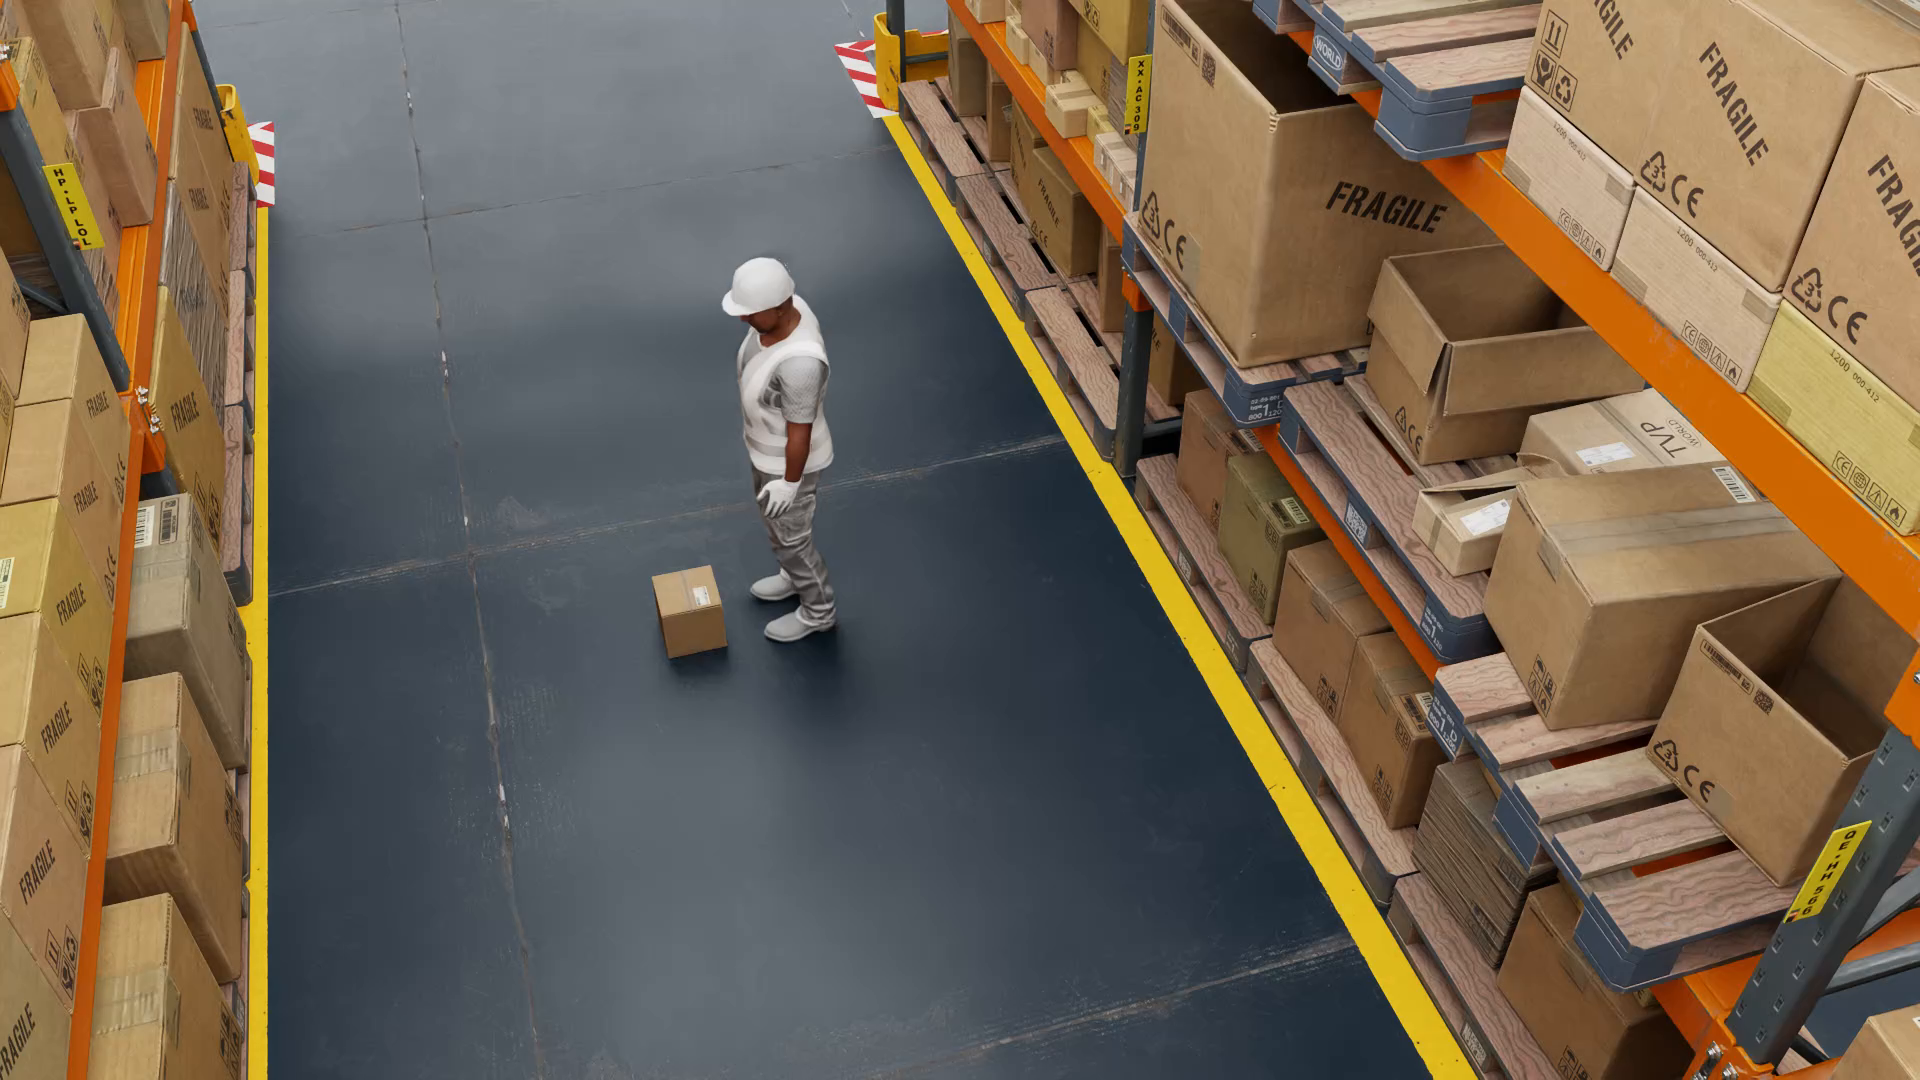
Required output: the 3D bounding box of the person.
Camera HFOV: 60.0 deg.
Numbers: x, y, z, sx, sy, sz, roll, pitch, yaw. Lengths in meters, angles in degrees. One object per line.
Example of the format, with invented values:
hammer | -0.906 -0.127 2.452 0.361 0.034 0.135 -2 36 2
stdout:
person | -0.685 -0.348 6.540 0.370 1.772 0.551 -11 43 -12
